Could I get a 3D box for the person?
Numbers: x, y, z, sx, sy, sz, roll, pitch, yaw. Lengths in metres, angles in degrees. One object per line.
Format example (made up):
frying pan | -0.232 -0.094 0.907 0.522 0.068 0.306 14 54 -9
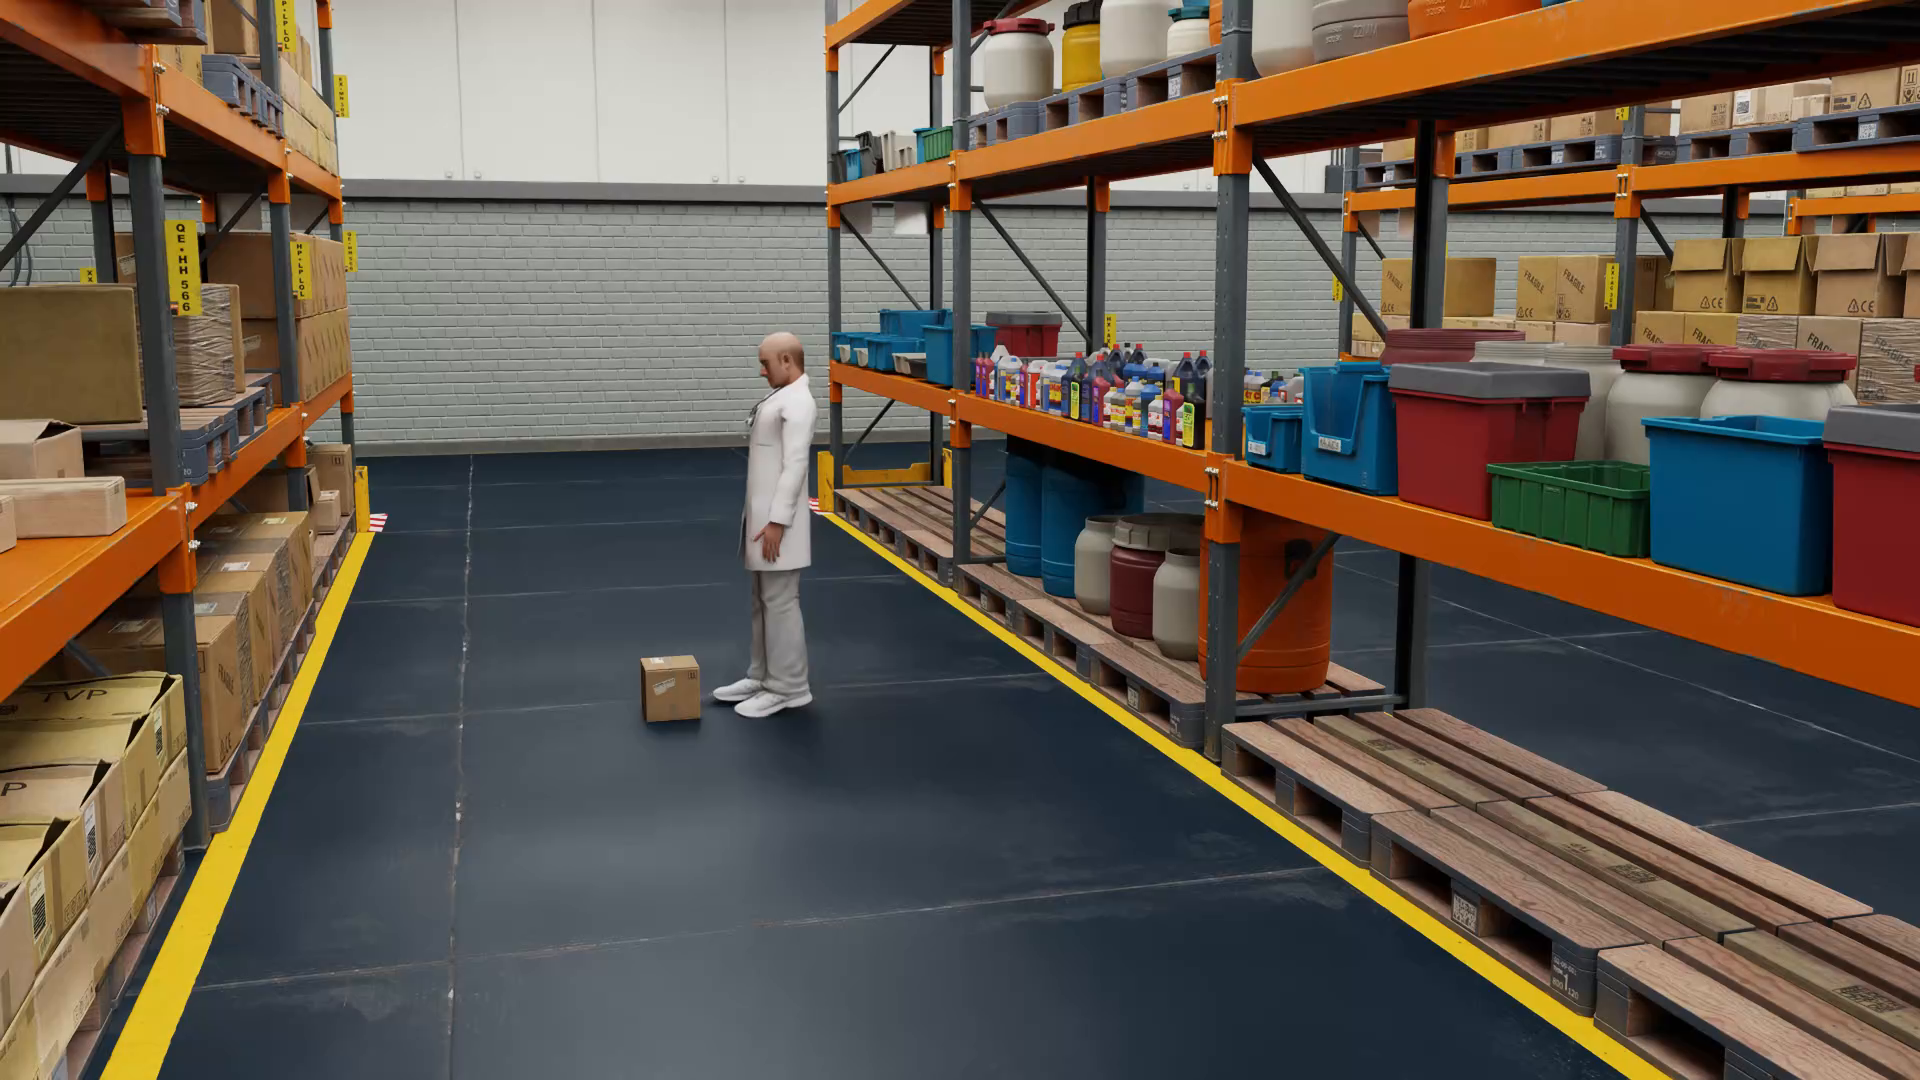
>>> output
person | -0.930 -0.081 7.878 0.509 1.797 0.636 -2 9 -11
